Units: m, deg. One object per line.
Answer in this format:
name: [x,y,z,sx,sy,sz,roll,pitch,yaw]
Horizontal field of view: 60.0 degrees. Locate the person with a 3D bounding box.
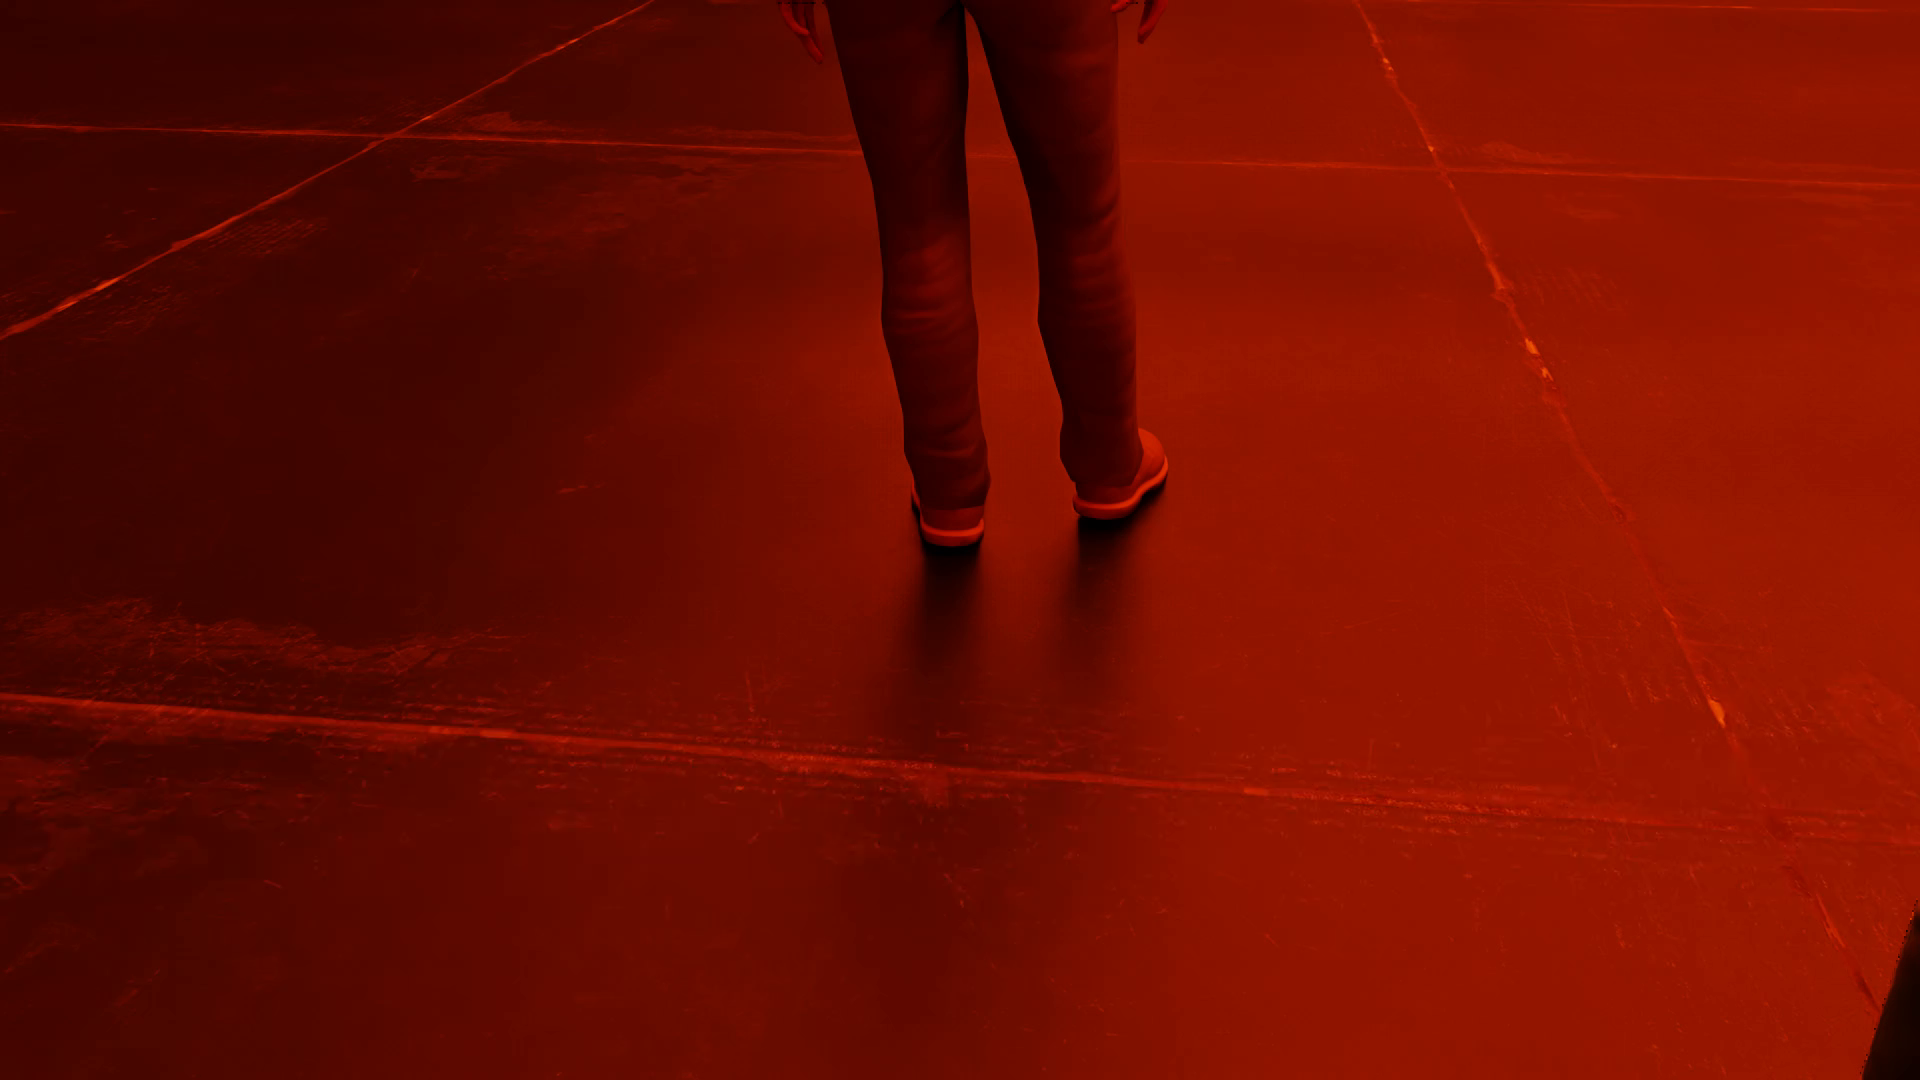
person: [0.031,-0.784,2.203,0.570,1.656,0.503,3,27,7]
